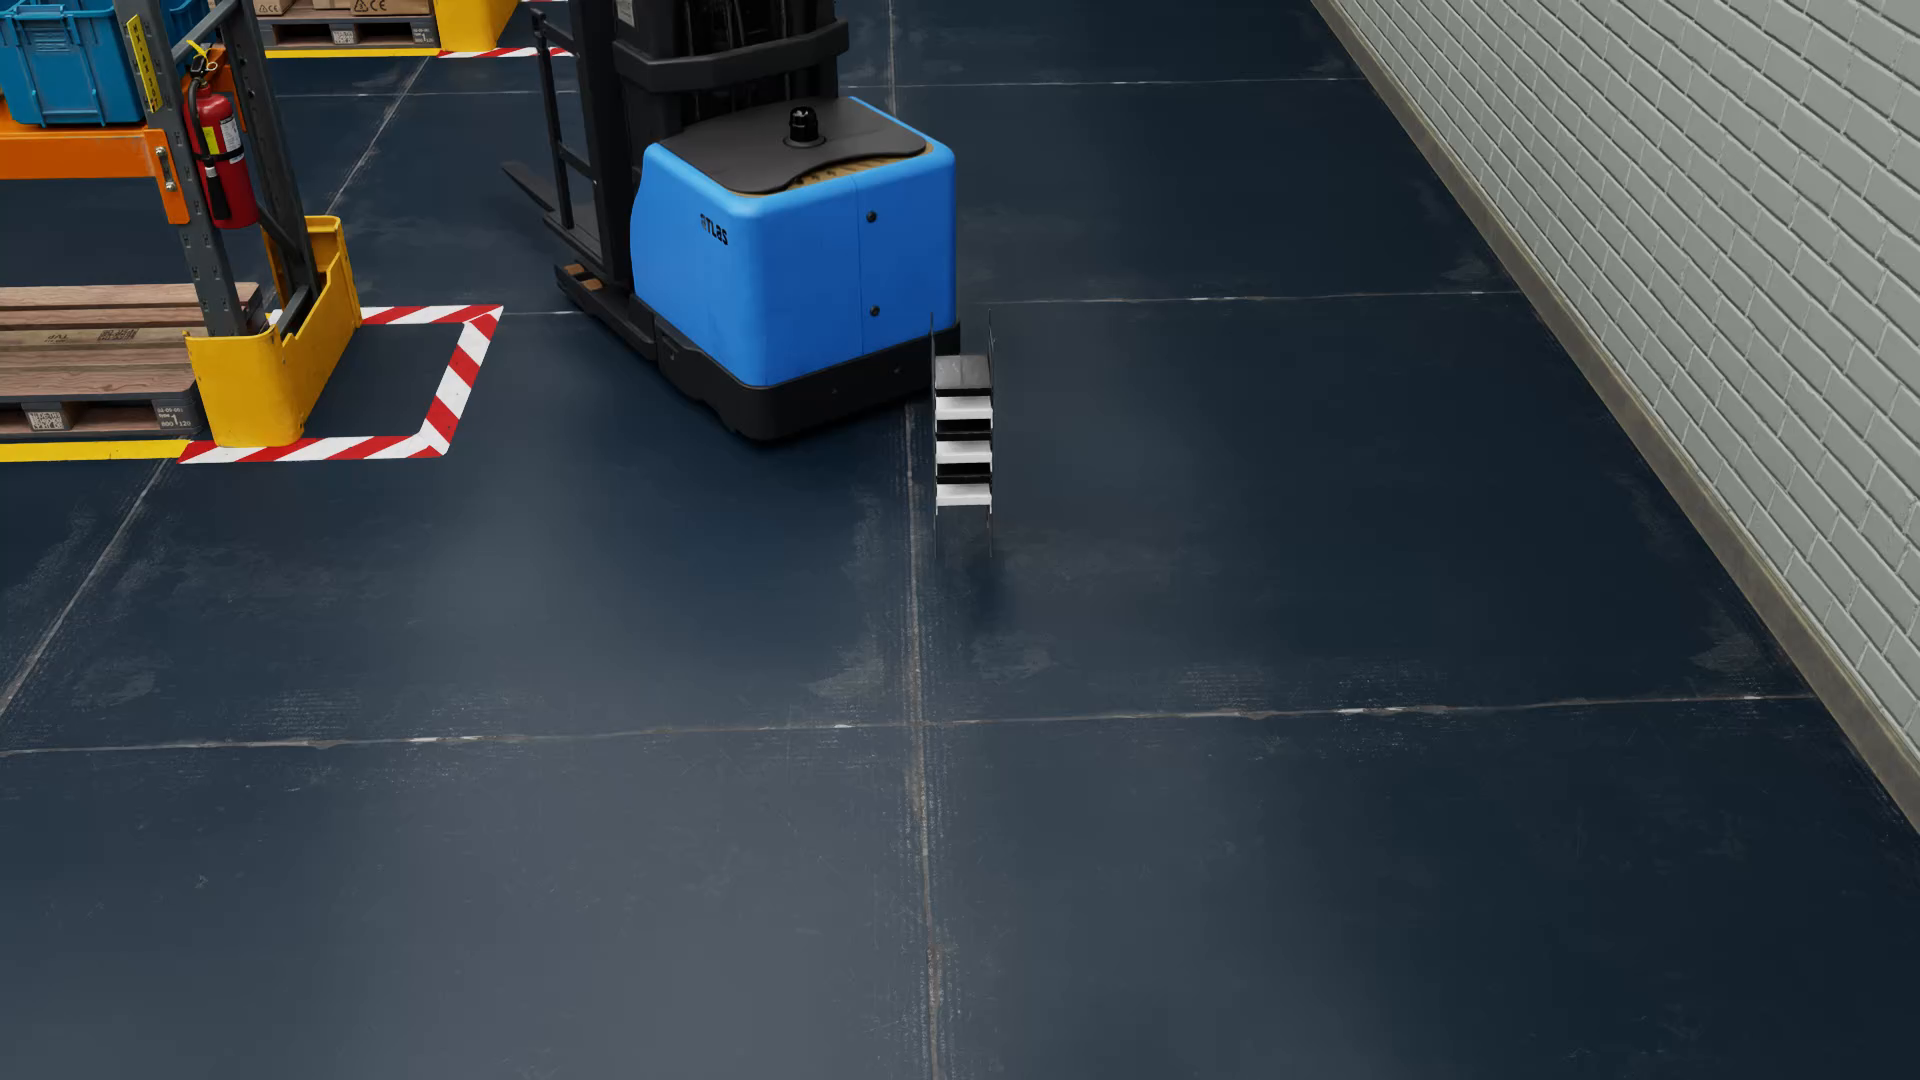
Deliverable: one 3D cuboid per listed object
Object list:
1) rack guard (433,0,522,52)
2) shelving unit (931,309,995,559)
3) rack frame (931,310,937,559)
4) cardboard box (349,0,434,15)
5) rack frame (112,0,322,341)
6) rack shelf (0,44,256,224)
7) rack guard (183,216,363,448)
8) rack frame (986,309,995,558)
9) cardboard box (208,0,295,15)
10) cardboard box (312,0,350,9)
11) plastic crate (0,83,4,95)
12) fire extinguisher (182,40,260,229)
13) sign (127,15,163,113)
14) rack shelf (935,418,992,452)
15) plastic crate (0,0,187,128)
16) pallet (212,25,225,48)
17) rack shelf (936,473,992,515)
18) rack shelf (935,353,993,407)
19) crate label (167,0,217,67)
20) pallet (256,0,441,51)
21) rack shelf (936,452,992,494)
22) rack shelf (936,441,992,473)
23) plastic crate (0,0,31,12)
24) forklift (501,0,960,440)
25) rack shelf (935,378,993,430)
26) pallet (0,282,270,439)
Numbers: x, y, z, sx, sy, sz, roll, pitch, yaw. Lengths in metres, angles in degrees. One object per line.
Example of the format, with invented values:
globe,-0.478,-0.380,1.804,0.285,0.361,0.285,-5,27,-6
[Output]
rack guard,-3.247,-3.723,11.190,0.348,0.500,1.175,-2,35,-2
shelving unit,0.008,-0.370,5.994,0.210,0.900,0.258,-2,35,-2
rack frame,-0.093,-0.367,5.990,0.006,0.900,0.240,-2,35,-2
cardboard box,-3.703,-3.751,10.844,0.500,0.500,0.500,-2,35,-2
rack frame,-2.940,-1.937,6.413,0.127,3.000,1.000,-2,35,-2
rack shelf,-4.938,-1.587,6.540,4.000,0.370,1.077,-2,35,-2
rack guard,-2.917,-0.917,7.136,0.348,0.500,1.175,-2,35,-2
rack frame,0.110,-0.373,5.998,0.006,0.900,0.240,-2,35,-2
cardboard box,-4.653,-3.640,10.903,0.500,0.250,0.500,-2,35,-2
cardboard box,-4.112,-3.654,10.997,0.250,0.166,0.380,-2,35,-2
plastic crate,-3.746,-1.728,6.290,0.243,0.136,0.396,-2,35,-2
fire extinguisher,-2.768,-1.497,6.174,0.183,0.674,0.296,-2,35,-2
sign,-2.898,-1.692,5.915,0.005,0.325,0.100,-2,35,-2
rack shelf,0.008,-0.417,5.962,0.200,0.077,0.258,-2,35,-2
plastic crate,-3.266,-1.861,6.219,0.499,0.435,0.616,-2,35,-2
pallet,-5.259,-3.551,11.195,1.213,0.211,1.003,-2,35,-2
rack shelf,0.008,-0.195,6.116,0.200,0.077,0.258,-2,35,-2
rack shelf,0.008,-0.565,5.860,0.200,0.077,0.258,-2,35,-2
crate label,-3.203,-2.073,6.704,0.303,0.233,0.416,-2,35,-2
pallet,-4.043,-3.582,11.240,1.213,0.211,1.003,-2,35,-2
rack shelf,0.008,-0.269,6.064,0.200,0.077,0.258,-2,35,-2
rack shelf,0.008,-0.343,6.013,0.200,0.077,0.258,-2,35,-2
plastic crate,-3.860,-2.055,6.679,0.300,0.233,0.416,-2,35,-2
forklift,-1.259,-2.400,7.142,1.130,2.935,3.031,-22,40,-28
rack shelf,0.008,-0.491,5.911,0.200,0.077,0.258,-2,35,-2
pallet,-3.766,-0.790,7.206,1.213,0.211,1.003,-2,35,-2
